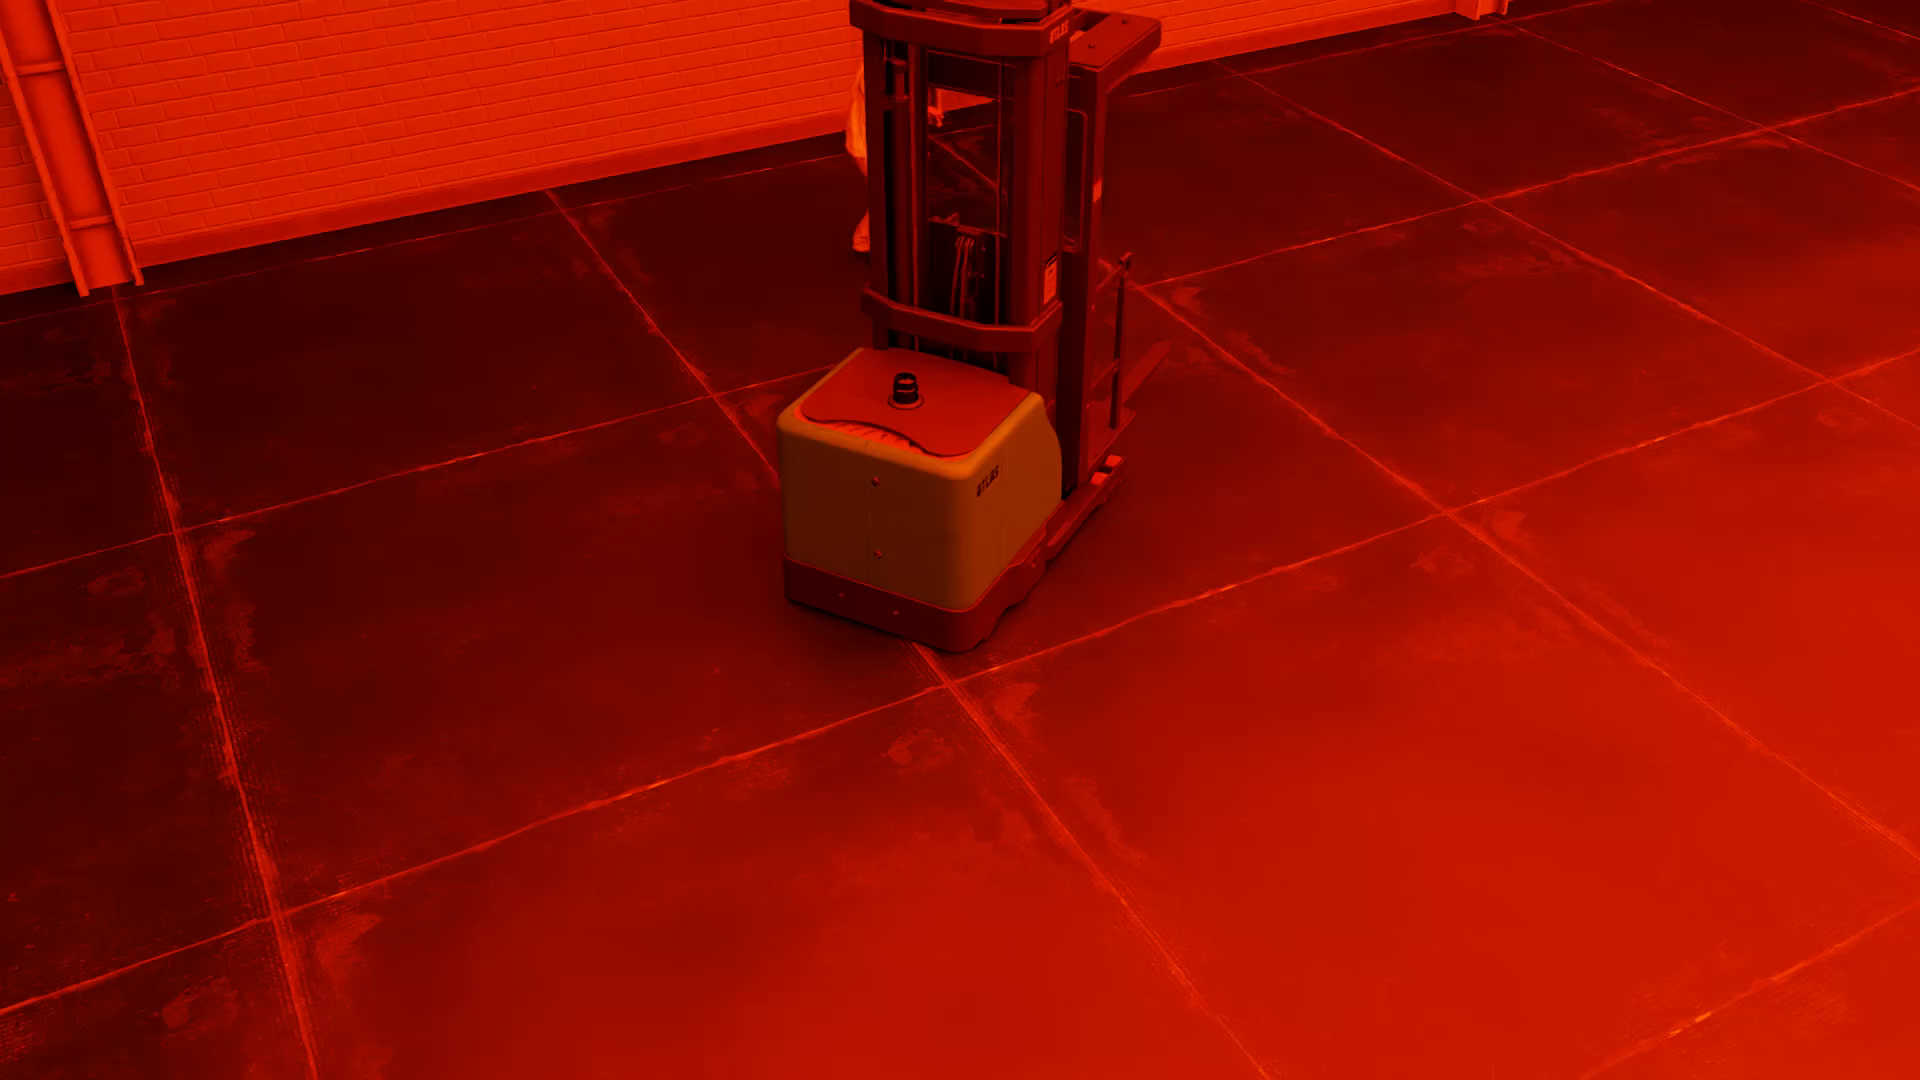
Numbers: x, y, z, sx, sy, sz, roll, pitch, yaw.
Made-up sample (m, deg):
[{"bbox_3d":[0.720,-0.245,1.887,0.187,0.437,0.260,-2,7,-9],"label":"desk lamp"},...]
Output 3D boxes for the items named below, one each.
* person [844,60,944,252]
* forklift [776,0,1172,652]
[{"bbox_3d":[-0.398,-2.606,10.900,0.716,1.687,0.777,-9,36,-12],"label":"person"},{"bbox_3d":[0.267,-1.505,8.253,1.130,2.935,3.031,17,39,22],"label":"forklift"}]
